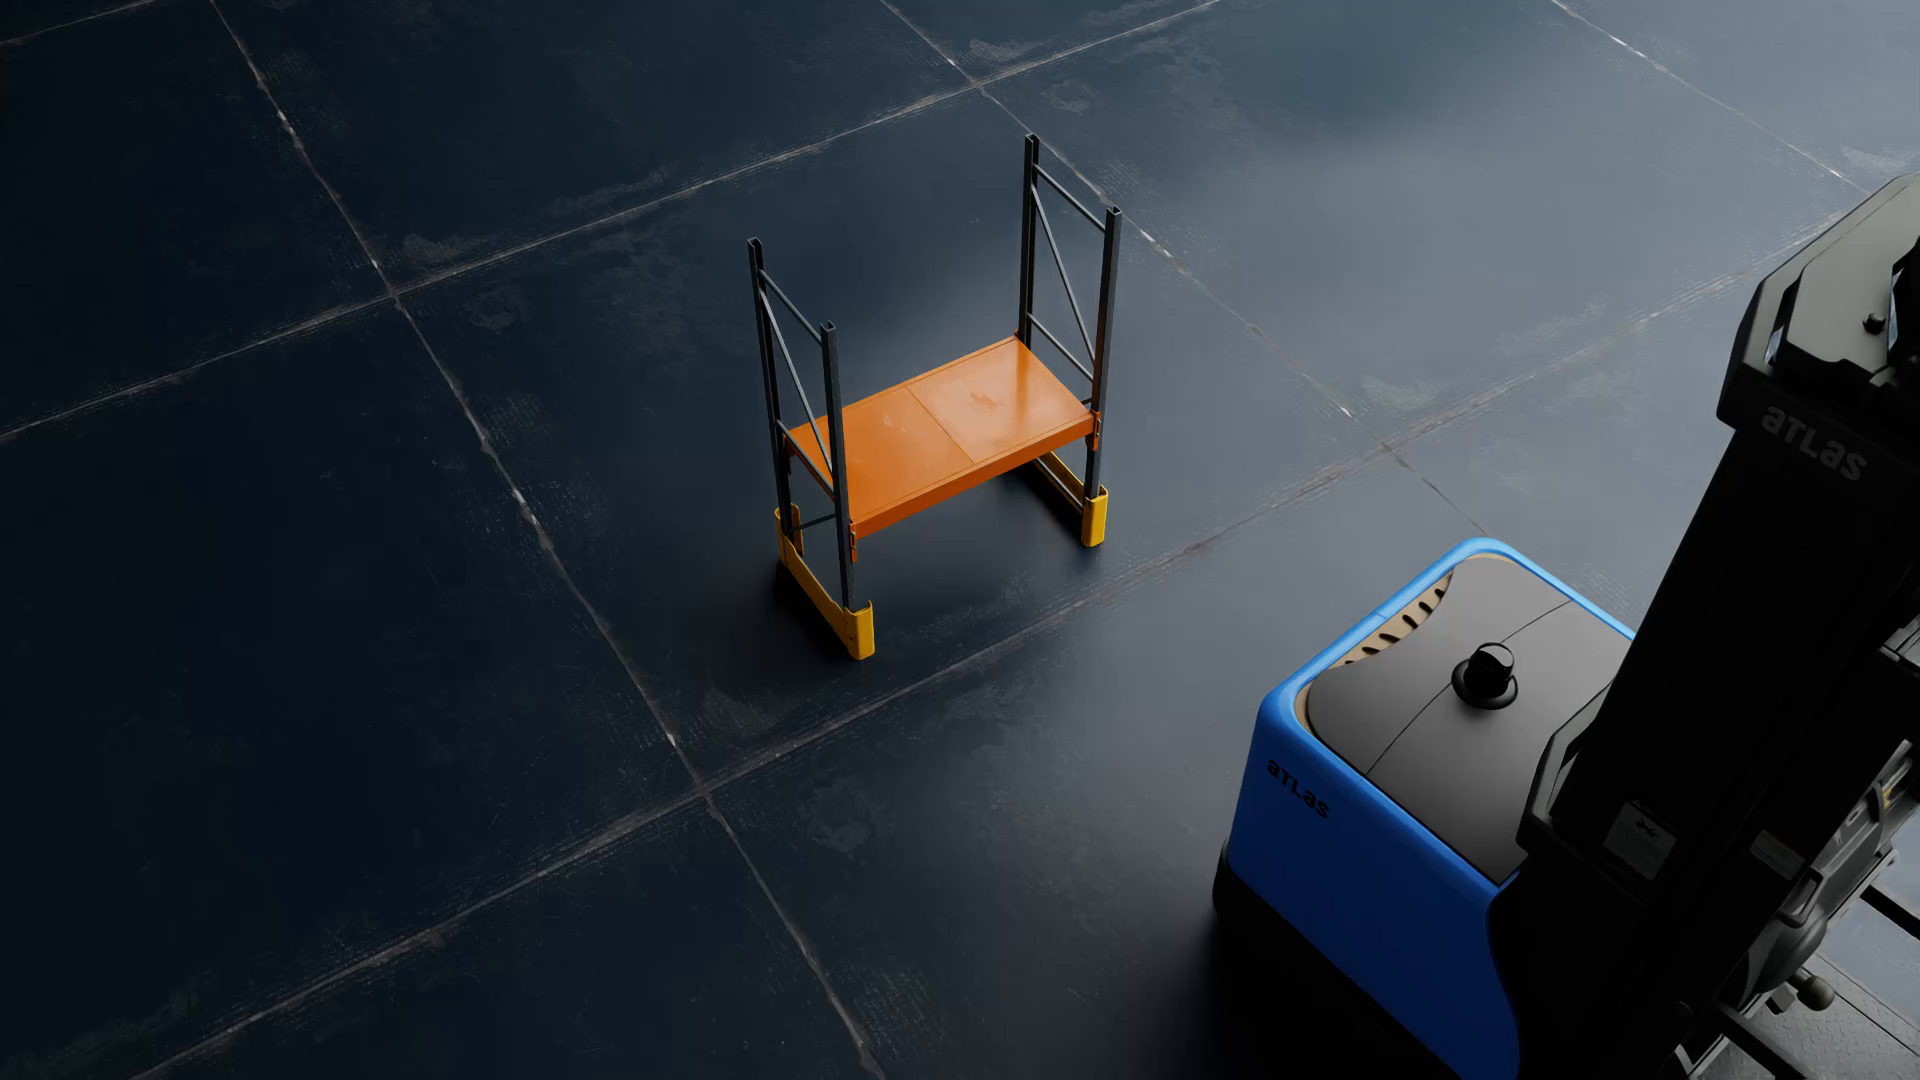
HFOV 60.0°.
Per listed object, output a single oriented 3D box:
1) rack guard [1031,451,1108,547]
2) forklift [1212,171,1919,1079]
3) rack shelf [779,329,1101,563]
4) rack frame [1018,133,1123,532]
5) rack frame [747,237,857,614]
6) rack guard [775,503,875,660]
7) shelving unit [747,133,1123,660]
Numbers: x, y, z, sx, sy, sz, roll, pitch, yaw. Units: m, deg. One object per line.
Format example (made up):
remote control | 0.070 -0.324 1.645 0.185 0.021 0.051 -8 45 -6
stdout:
rack guard | 0.357 -0.251 6.306 0.087 0.250 0.587 -25 53 -21
forklift | 2.128 0.773 3.599 1.130 2.935 3.031 -33 56 -26
rack shelf | -0.072 -0.345 5.794 1.000 0.185 0.538 -25 53 -21
rack frame | 0.358 -0.667 5.840 0.032 1.500 0.500 -25 53 -21
rack frame | -0.502 -0.262 5.479 0.032 1.500 0.500 -25 53 -21
rack guard | -0.486 0.146 5.953 0.087 0.250 0.587 -25 53 -21
shelving unit | -0.064 -0.468 5.663 1.083 1.500 0.587 -25 53 -21
